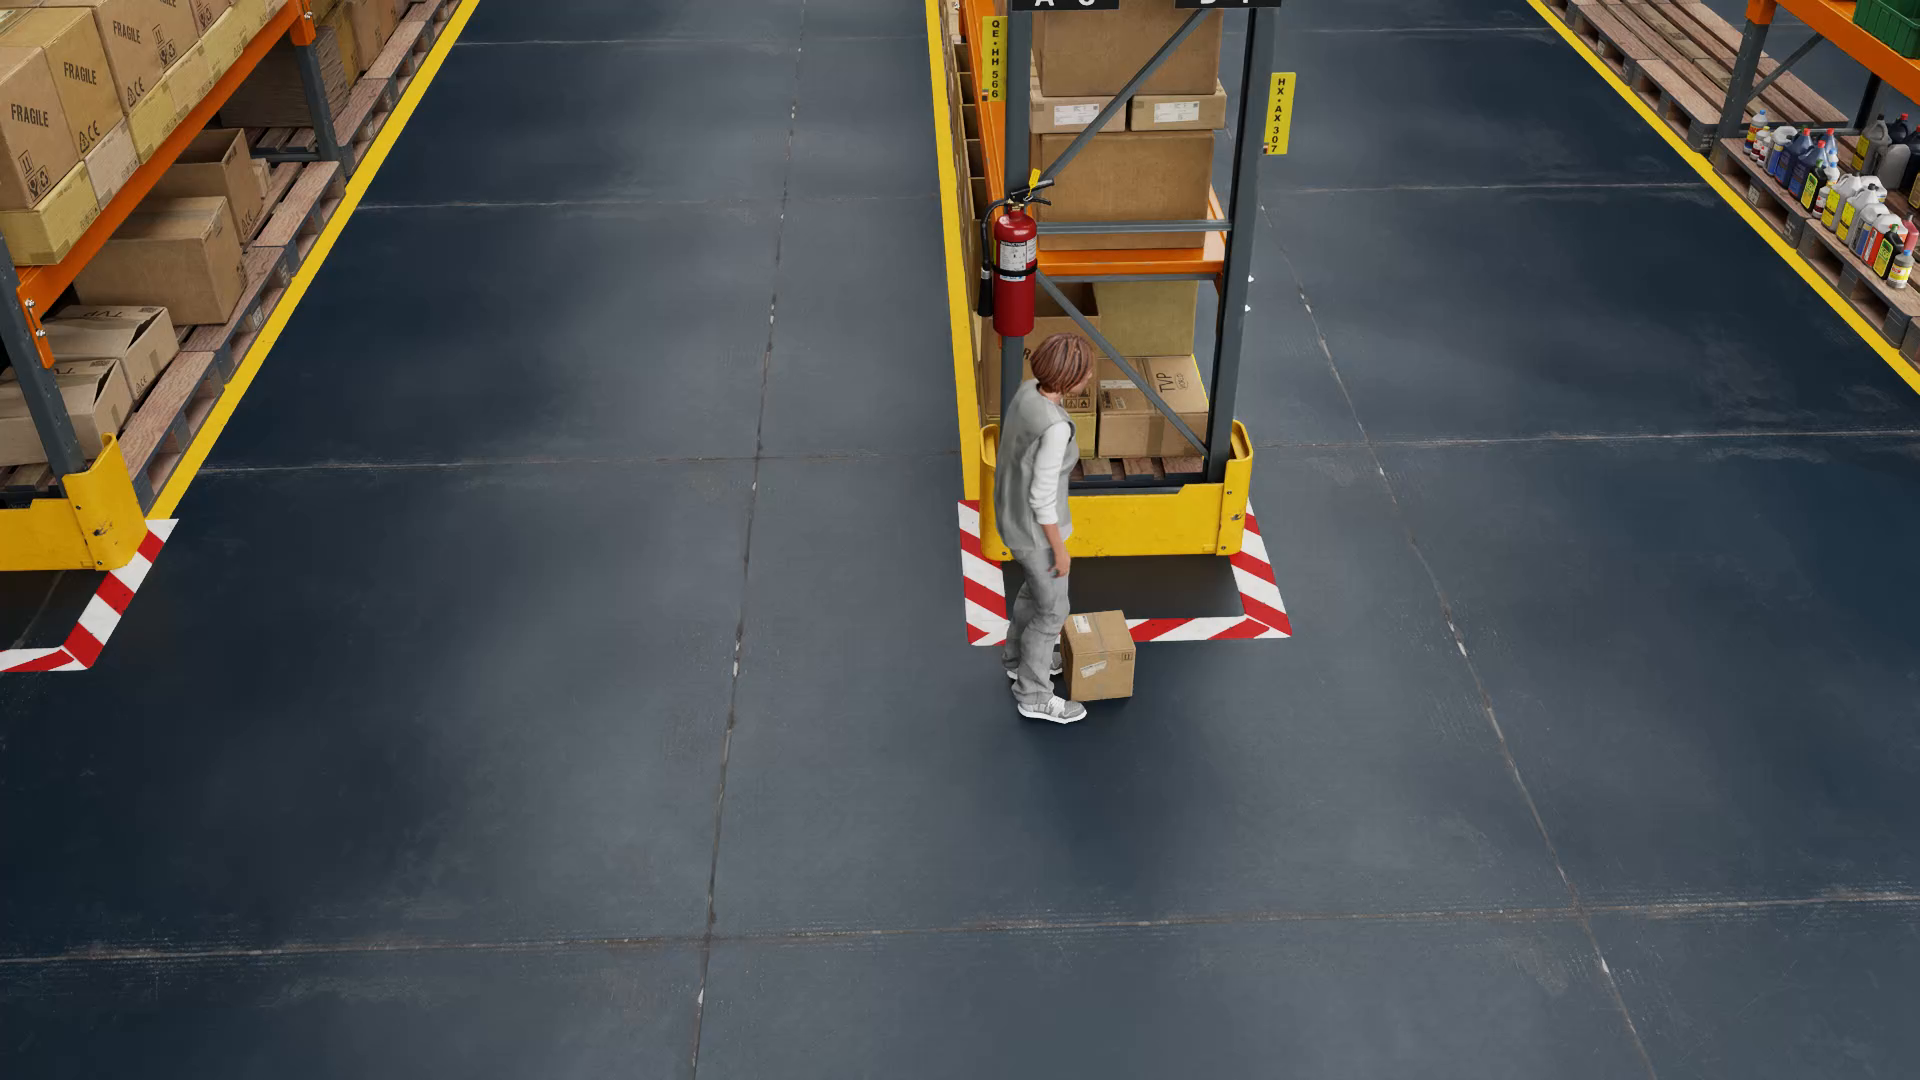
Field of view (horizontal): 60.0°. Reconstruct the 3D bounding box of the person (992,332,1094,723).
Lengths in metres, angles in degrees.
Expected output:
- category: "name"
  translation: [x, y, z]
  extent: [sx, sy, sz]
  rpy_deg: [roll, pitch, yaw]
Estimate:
- category: "person"
  translation: [0.303, -0.049, 6.224]
  extent: [0.343, 1.593, 0.464]
  rpy_deg: [-5, 36, -7]
